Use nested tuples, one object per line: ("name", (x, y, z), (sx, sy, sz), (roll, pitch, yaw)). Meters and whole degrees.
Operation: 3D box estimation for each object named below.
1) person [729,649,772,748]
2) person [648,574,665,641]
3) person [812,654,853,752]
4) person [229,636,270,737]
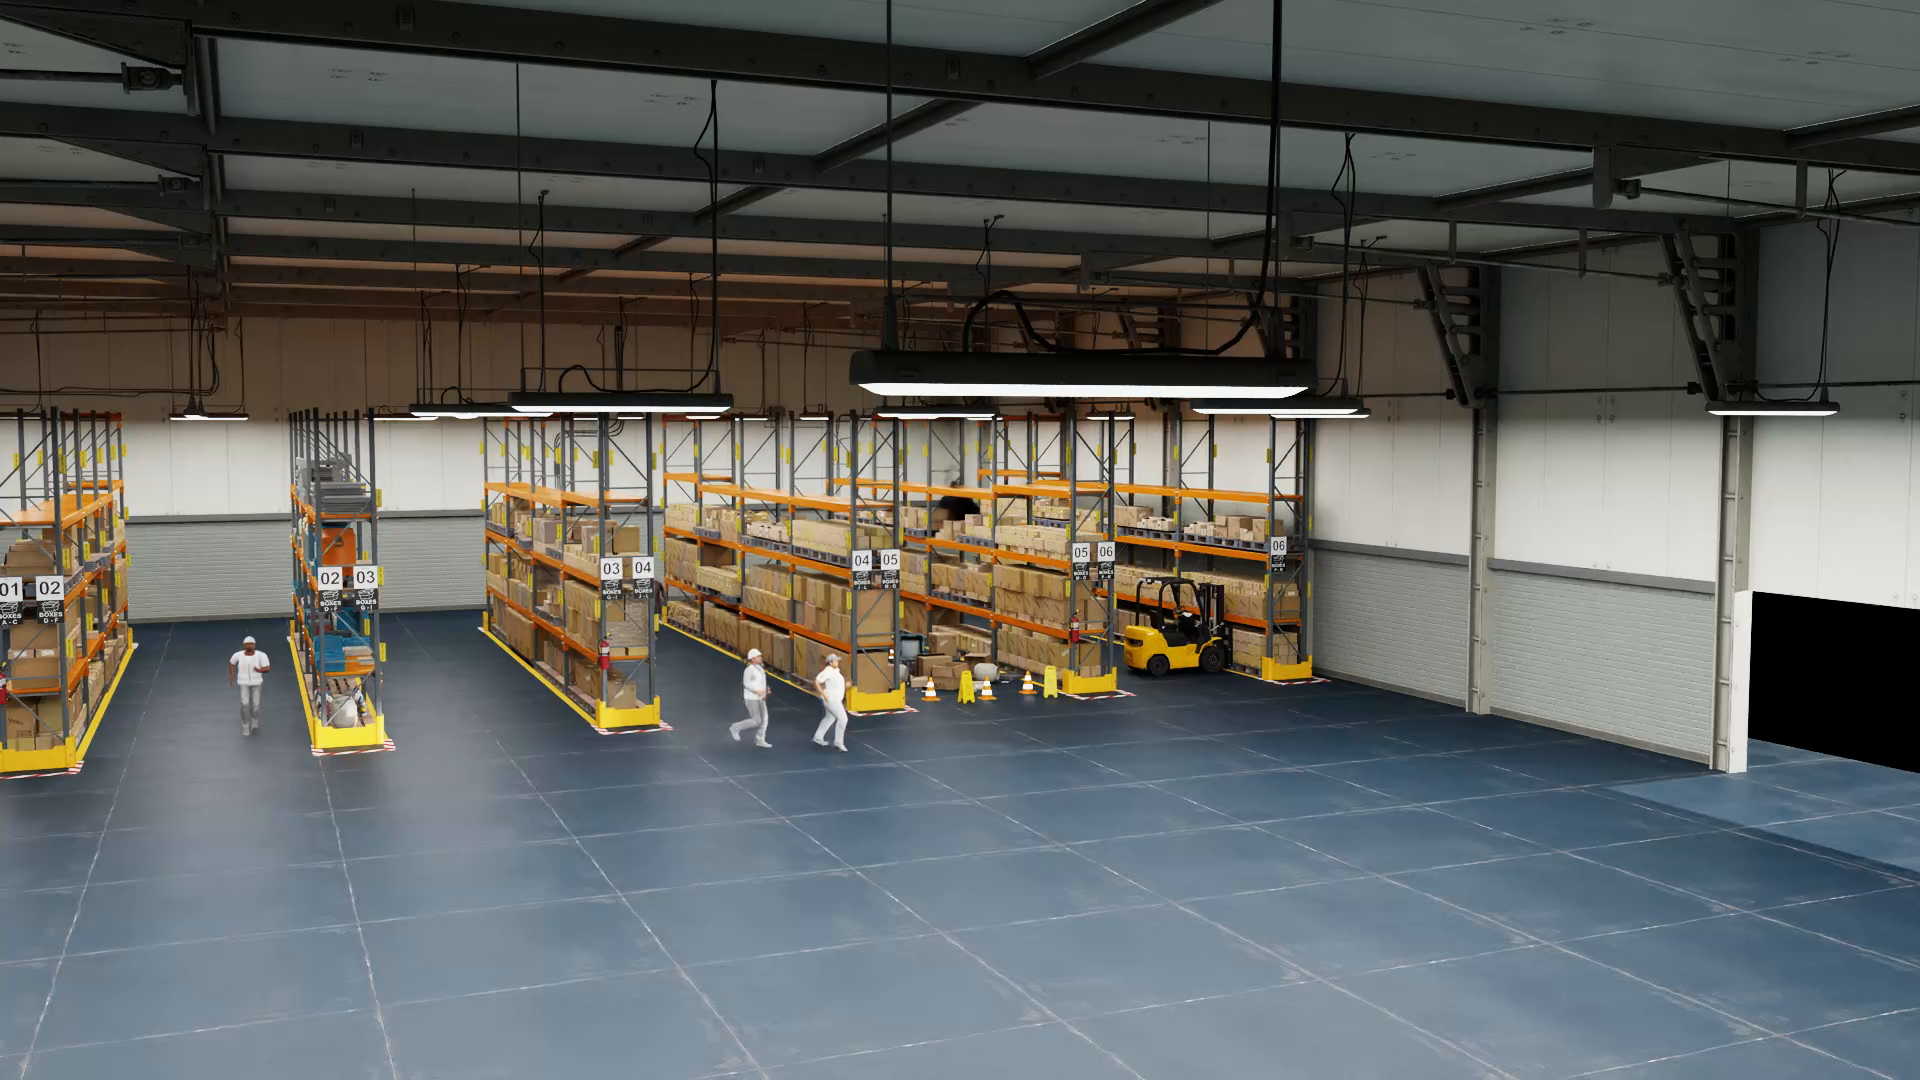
("person", (-3.682, 2.798, 29.491), (0.735, 1.761, 0.667), (1, 4, 15))
("person", (-8.188, 1.813, 44.268), (0.719, 1.661, 0.921), (-2, 4, -25))
("person", (-2.248, 2.855, 29.185), (0.749, 1.731, 0.576), (1, 4, 8))
("person", (-13.103, 2.682, 30.690), (0.680, 1.823, 0.776), (-2, 4, -26))
